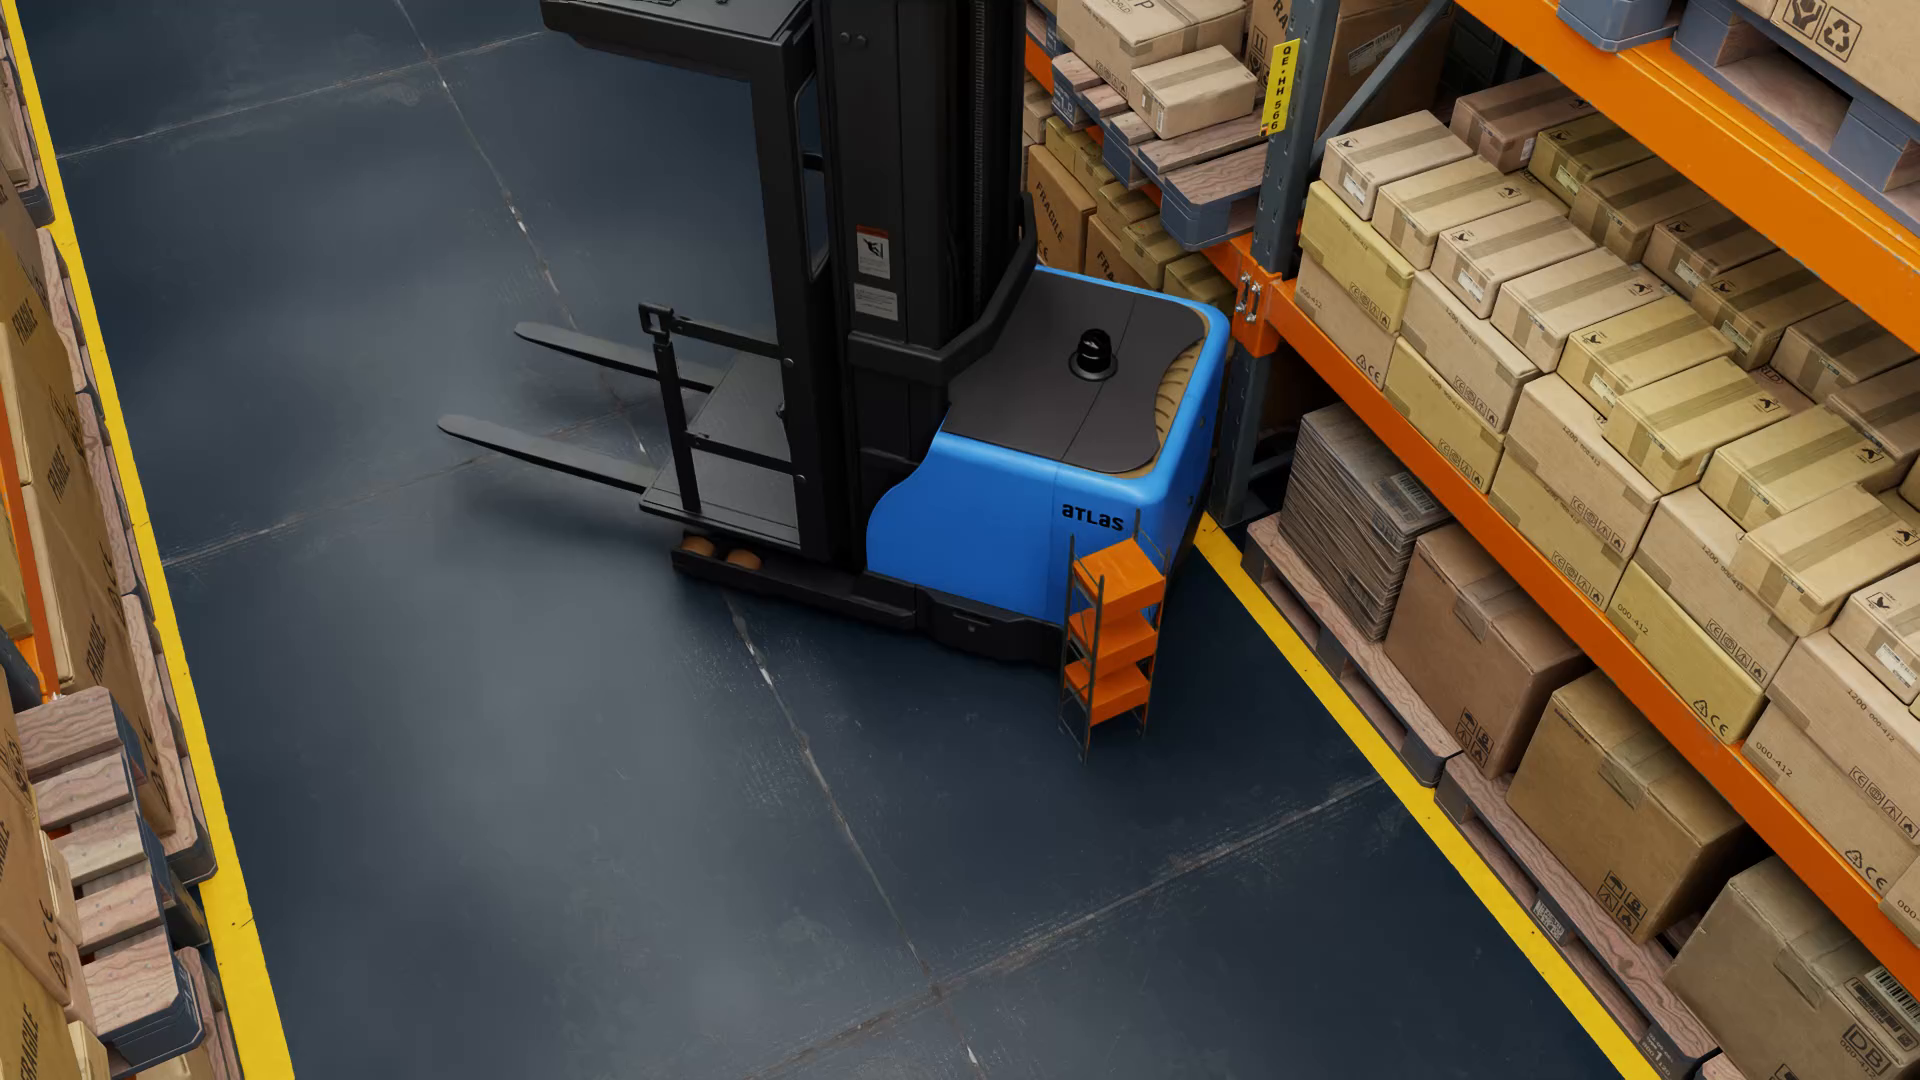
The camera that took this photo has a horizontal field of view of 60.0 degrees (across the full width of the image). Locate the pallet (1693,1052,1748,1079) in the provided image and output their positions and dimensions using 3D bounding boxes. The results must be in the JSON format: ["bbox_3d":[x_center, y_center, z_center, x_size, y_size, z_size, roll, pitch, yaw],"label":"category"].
[{"bbox_3d":[2.930,1.878,4.860,1.003,0.211,1.213,-21,52,-18],"label":"pallet"}]

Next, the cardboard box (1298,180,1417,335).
[{"bbox_3d":[1.435,-0.963,5.260,0.500,0.250,0.500,-21,52,-18],"label":"cardboard box"}]

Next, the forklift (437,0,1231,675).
[{"bbox_3d":[-0.591,-1.128,5.682,3.031,2.935,1.130,15,51,13],"label":"forklift"}]

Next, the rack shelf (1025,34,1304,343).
[{"bbox_3d":[0.556,-2.340,7.174,1.077,0.370,4.000,-21,52,-18],"label":"rack shelf"}]

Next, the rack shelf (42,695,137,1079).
[{"bbox_3d":[-2.025,2.050,3.335,1.077,0.370,4.000,-21,52,-18],"label":"rack shelf"}]

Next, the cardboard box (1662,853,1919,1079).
[{"bbox_3d":[2.705,1.215,4.885,0.875,0.625,0.625,-22,52,-18],"label":"cardboard box"}]

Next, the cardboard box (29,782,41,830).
[{"bbox_3d":[-2.394,0.712,3.915,0.380,0.149,0.250,-20,52,-17],"label":"cardboard box"}]

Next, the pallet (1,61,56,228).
[{"bbox_3d":[-5.049,-1.821,8.095,1.003,0.211,1.213,-21,52,-18],"label":"pallet"}]

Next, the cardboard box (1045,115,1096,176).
[{"bbox_3d":[0.592,-1.733,7.116,0.380,0.149,0.250,-22,52,-18],"label":"cardboard box"}]

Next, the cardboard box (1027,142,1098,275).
[{"bbox_3d":[0.625,-1.450,7.300,0.500,0.500,0.500,-19,52,-16],"label":"cardboard box"}]

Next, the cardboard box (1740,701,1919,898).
[{"bbox_3d":[2.404,0.564,4.256,0.500,0.250,0.500,-21,52,-17],"label":"cardboard box"}]

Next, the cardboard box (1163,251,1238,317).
[{"bbox_3d":[1.020,-1.010,6.484,0.380,0.149,0.250,-24,53,-19],"label":"cardboard box"}]

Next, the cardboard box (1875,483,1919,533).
[{"bbox_3d":[2.610,-0.131,4.532,0.500,0.250,0.500,-22,52,-18],"label":"cardboard box"}]

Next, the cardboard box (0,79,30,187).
[{"bbox_3d":[-4.962,-1.955,7.783,0.875,0.438,0.875,-22,52,-18],"label":"cardboard box"}]

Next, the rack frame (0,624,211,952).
[{"bbox_3d":[-2.940,0.474,4.235,1.000,3.000,0.127,-21,52,-18],"label":"rack frame"}]

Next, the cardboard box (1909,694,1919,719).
[{"bbox_3d":[2.447,0.365,3.833,0.380,0.149,0.250,-22,52,-18],"label":"cardboard box"}]

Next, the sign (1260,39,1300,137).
[{"bbox_3d":[0.993,-1.400,5.157,0.100,0.325,0.005,-21,52,-18],"label":"sign"}]

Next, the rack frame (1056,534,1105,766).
[{"bbox_3d":[0.399,0.394,5.601,0.008,1.050,0.200,-21,52,-18],"label":"rack frame"}]

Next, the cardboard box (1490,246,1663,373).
[{"bbox_3d":[1.750,-0.658,4.728,0.380,0.149,0.250,-21,52,-17],"label":"cardboard box"}]

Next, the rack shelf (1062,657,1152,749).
[{"bbox_3d":[0.507,0.541,5.855,0.240,0.259,0.215,-21,52,-18],"label":"rack shelf"}]

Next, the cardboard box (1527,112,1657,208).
[{"bbox_3d":[2.020,-1.200,5.202,0.380,0.149,0.250,-20,52,-17],"label":"cardboard box"}]

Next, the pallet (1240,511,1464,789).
[{"bbox_3d":[1.814,0.245,6.288,1.003,0.211,1.213,-21,52,-18],"label":"pallet"}]

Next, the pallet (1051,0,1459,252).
[{"bbox_3d":[1.099,-1.604,6.180,1.213,0.211,1.003,-21,52,-18],"label":"pallet"}]

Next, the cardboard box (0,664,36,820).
[{"bbox_3d":[-2.485,0.414,3.745,0.500,0.500,0.500,-23,53,-19],"label":"cardboard box"}]

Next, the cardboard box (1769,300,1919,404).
[{"bbox_3d":[2.497,-0.525,4.612,0.380,0.149,0.250,-22,52,-18],"label":"cardboard box"}]

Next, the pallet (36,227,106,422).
[{"bbox_3d":[-4.350,-0.794,7.197,1.003,0.211,1.213,-21,52,-18],"label":"pallet"}]

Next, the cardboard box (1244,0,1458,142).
[{"bbox_3d":[1.375,-1.807,5.885,0.500,0.500,0.500,-19,51,-16],"label":"cardboard box"}]

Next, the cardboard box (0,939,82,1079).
[{"bbox_3d":[-2.007,1.093,3.151,0.500,0.500,0.500,-24,53,-20],"label":"cardboard box"}]

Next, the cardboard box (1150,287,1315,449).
[{"bbox_3d":[1.087,-0.762,6.698,0.500,0.500,0.500,-20,52,-16],"label":"cardboard box"}]

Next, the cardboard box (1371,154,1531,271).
[{"bbox_3d":[1.479,-0.991,5.020,0.380,0.149,0.250,-20,52,-17],"label":"cardboard box"}]

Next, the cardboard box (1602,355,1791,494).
[{"bbox_3d":[1.956,-0.309,4.423,0.380,0.149,0.250,-20,52,-17],"label":"cardboard box"}]

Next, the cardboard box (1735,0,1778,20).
[{"bbox_3d":[1.906,-1.557,3.607,0.700,0.500,0.500,-22,52,-18],"label":"cardboard box"}]

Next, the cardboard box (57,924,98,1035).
[{"bbox_3d":[-2.131,1.036,3.632,0.380,0.149,0.250,-23,53,-19],"label":"cardboard box"}]

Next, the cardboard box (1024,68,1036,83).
[{"bbox_3d":[0.372,-2.089,7.428,0.380,0.149,0.250,-21,52,-17],"label":"cardboard box"}]

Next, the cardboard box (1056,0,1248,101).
[{"bbox_3d":[0.701,-1.921,6.151,0.500,0.250,0.500,-23,53,-19],"label":"cardboard box"}]

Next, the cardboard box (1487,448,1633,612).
[{"bbox_3d":[1.925,-0.127,4.860,0.500,0.250,0.500,-23,53,-19],"label":"cardboard box"}]

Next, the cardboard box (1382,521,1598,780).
[{"bbox_3d":[2.051,0.262,5.719,0.875,0.625,0.625,-20,52,-16],"label":"cardboard box"}]

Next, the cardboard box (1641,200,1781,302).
[{"bbox_3d":[2.258,-0.865,4.909,0.380,0.149,0.250,-22,52,-18],"label":"cardboard box"}]

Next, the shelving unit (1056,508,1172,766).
[{"bbox_3d":[0.507,0.351,5.638,0.252,1.050,0.215,-21,52,-18],"label":"shelving unit"}]

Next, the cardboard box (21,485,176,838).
[{"bbox_3d":[-3.182,0.545,5.306,0.875,0.875,0.875,-22,52,-18],"label":"cardboard box"}]

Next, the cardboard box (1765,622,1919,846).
[{"bbox_3d":[2.379,0.397,4.070,0.500,0.250,0.500,-20,52,-17],"label":"cardboard box"}]

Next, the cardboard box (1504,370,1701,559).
[{"bbox_3d":[1.909,-0.280,4.662,0.500,0.250,0.500,-22,53,-18],"label":"cardboard box"}]

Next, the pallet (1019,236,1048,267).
[{"bbox_3d":[0.609,-1.648,7.944,1.003,0.211,1.213,-21,52,-18],"label":"pallet"}]

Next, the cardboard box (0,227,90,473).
[{"bbox_3d":[-3.995,-0.652,6.353,0.875,0.875,0.875,-20,52,-16],"label":"cardboard box"}]

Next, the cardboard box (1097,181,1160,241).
[{"bbox_3d":[0.787,-1.373,6.802,0.380,0.149,0.250,-23,53,-19],"label":"cardboard box"}]

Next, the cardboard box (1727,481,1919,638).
[{"bbox_3d":[2.147,0.045,4.113,0.380,0.149,0.250,-22,53,-18],"label":"cardboard box"}]

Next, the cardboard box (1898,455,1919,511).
[{"bbox_3d":[2.676,-0.153,4.286,0.380,0.149,0.250,-21,52,-17],"label":"cardboard box"}]

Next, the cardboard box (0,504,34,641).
[{"bbox_3d":[-2.940,0.109,4.654,0.500,0.250,0.500,-22,52,-18],"label":"cardboard box"}]

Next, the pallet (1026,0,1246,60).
[{"bbox_3d":[0.578,-2.475,6.942,1.003,0.211,1.213,-21,52,-18],"label":"pallet"}]

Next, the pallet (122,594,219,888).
[{"bbox_3d":[-3.234,0.839,5.769,1.003,0.211,1.213,-21,52,-18],"label":"pallet"}]

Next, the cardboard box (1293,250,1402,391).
[{"bbox_3d":[1.457,-0.807,5.456,0.500,0.250,0.500,-21,52,-17],"label":"cardboard box"}]

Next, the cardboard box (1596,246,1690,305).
[{"bbox_3d":[2.160,-0.807,5.123,0.500,0.250,0.500,-21,52,-17],"label":"cardboard box"}]
